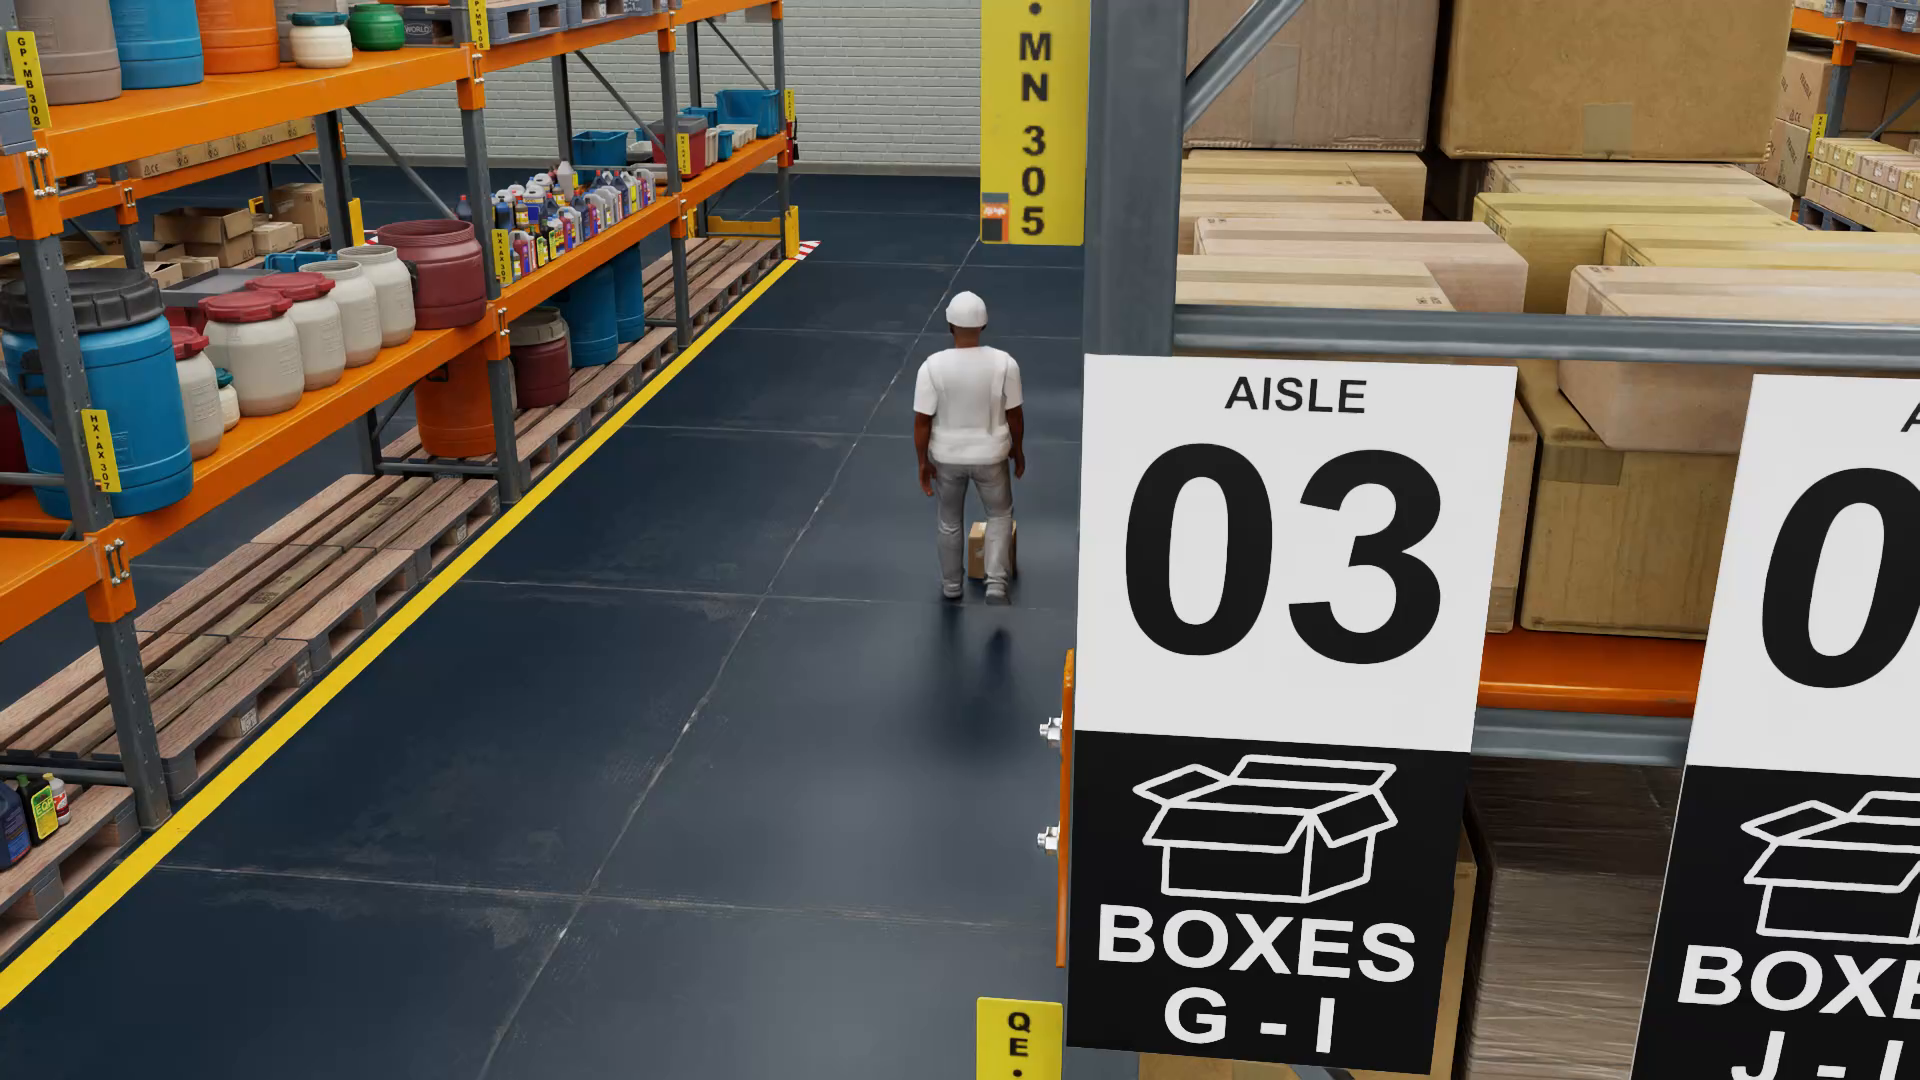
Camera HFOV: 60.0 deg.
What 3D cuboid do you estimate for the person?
[{"bbox_3d":[0.056,-0.460,8.724,0.577,1.748,0.810,1,21,2],"label":"person"}]
